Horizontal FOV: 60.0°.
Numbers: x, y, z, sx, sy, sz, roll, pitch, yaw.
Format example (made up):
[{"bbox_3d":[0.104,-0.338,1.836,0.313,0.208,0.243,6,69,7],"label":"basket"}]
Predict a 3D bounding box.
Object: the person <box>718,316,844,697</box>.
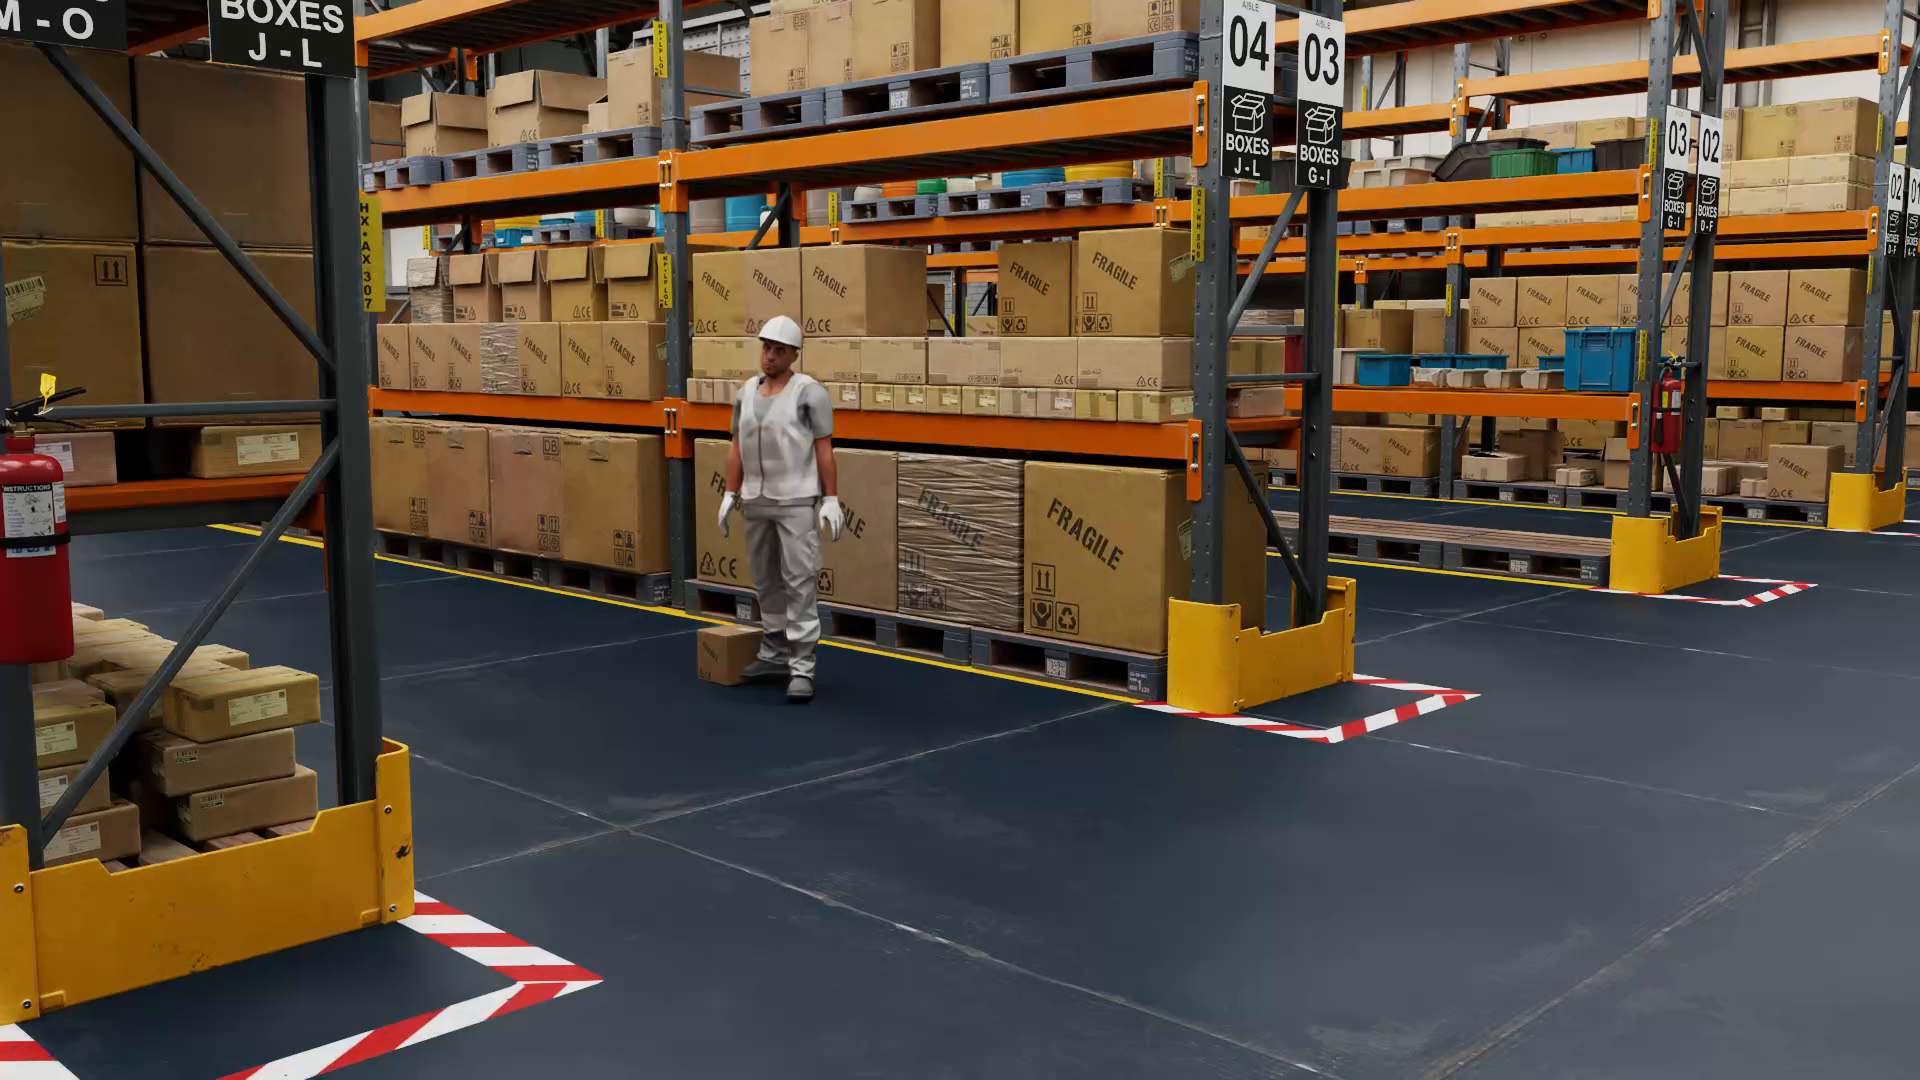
[{"bbox_3d":[-0.883,-0.168,7.940,0.671,1.789,0.472,4,8,30],"label":"person"}]
